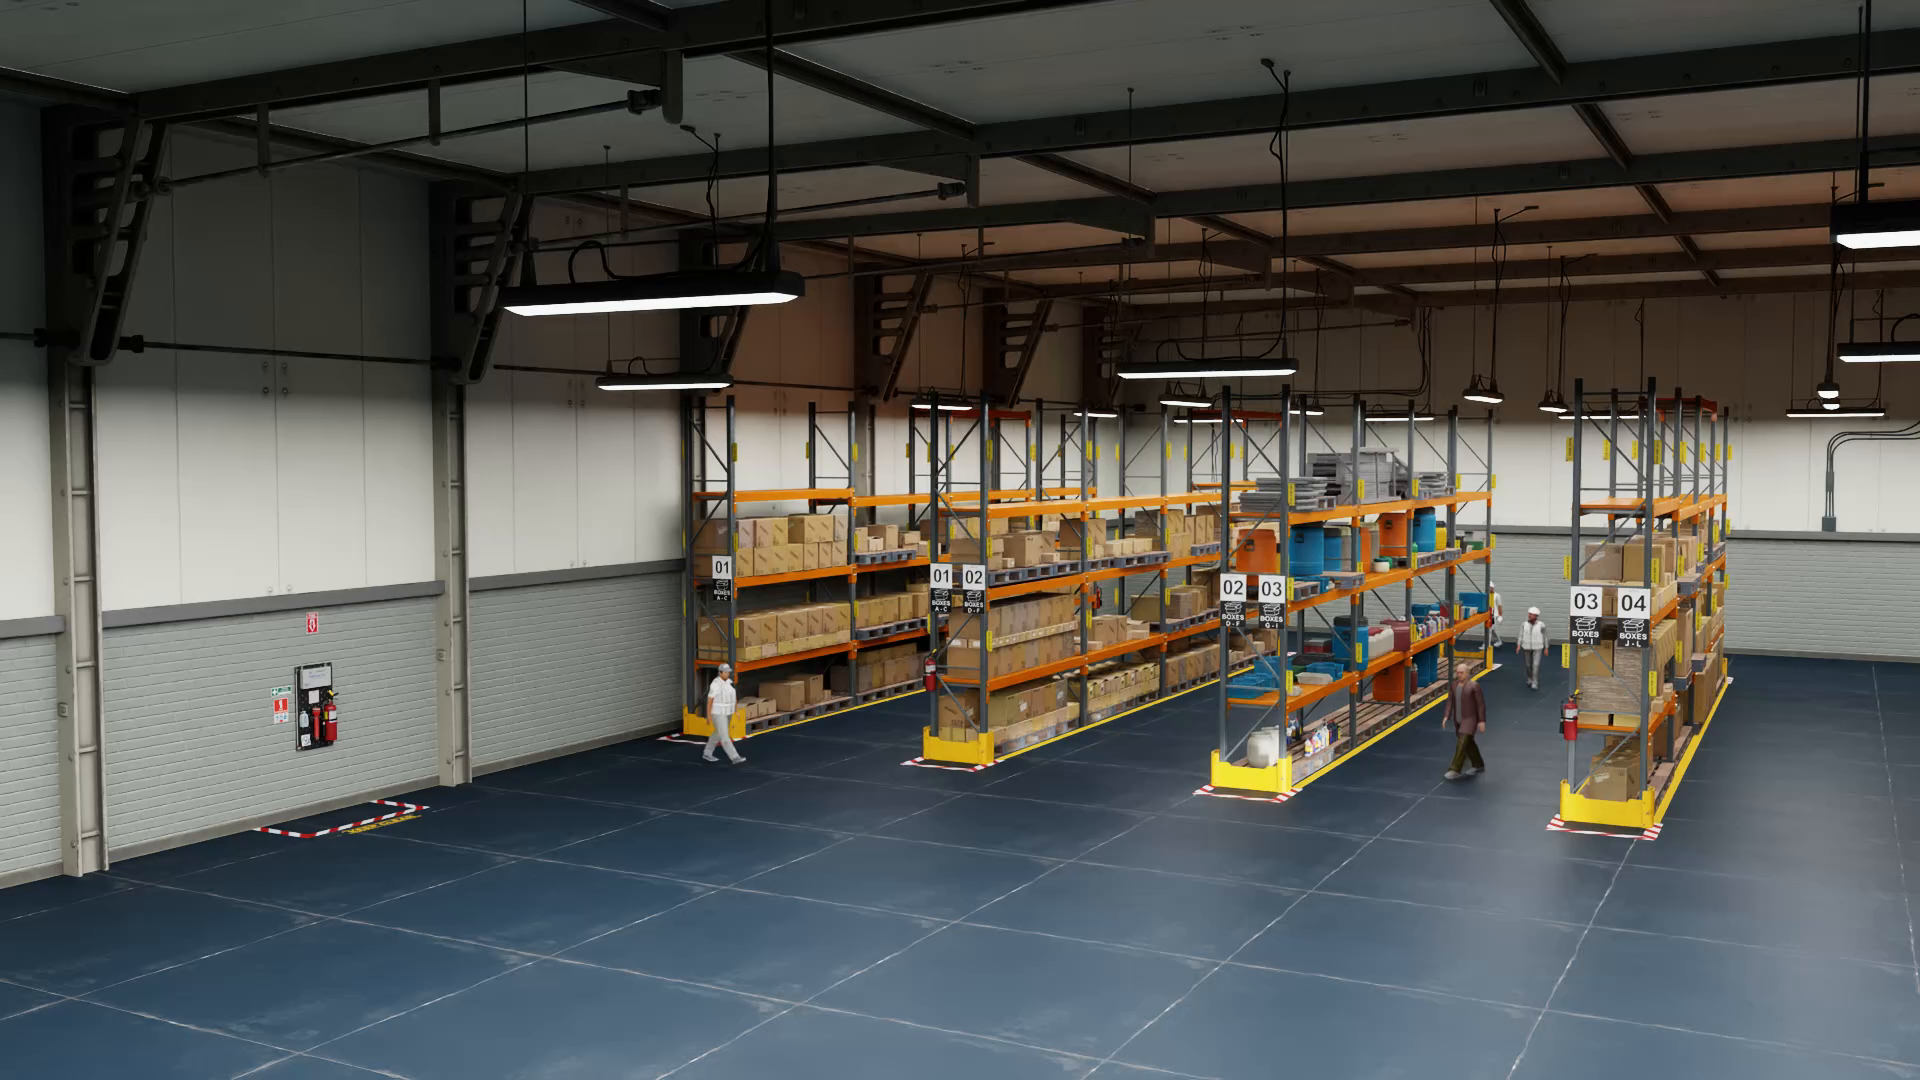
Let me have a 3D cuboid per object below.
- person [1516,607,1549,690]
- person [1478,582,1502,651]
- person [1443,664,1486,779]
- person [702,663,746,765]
[{"bbox_3d":[12.140,2.282,35.255,0.637,1.718,1.084,1,3,24],"label":"person"},{"bbox_3d":[13.382,1.917,41.966,1.121,1.731,0.594,-2,4,-33],"label":"person"},{"bbox_3d":[7.685,2.767,25.462,1.066,1.734,0.607,-2,3,-27],"label":"person"},{"bbox_3d":[-3.746,2.775,26.587,1.019,1.601,0.535,1,3,25],"label":"person"}]
